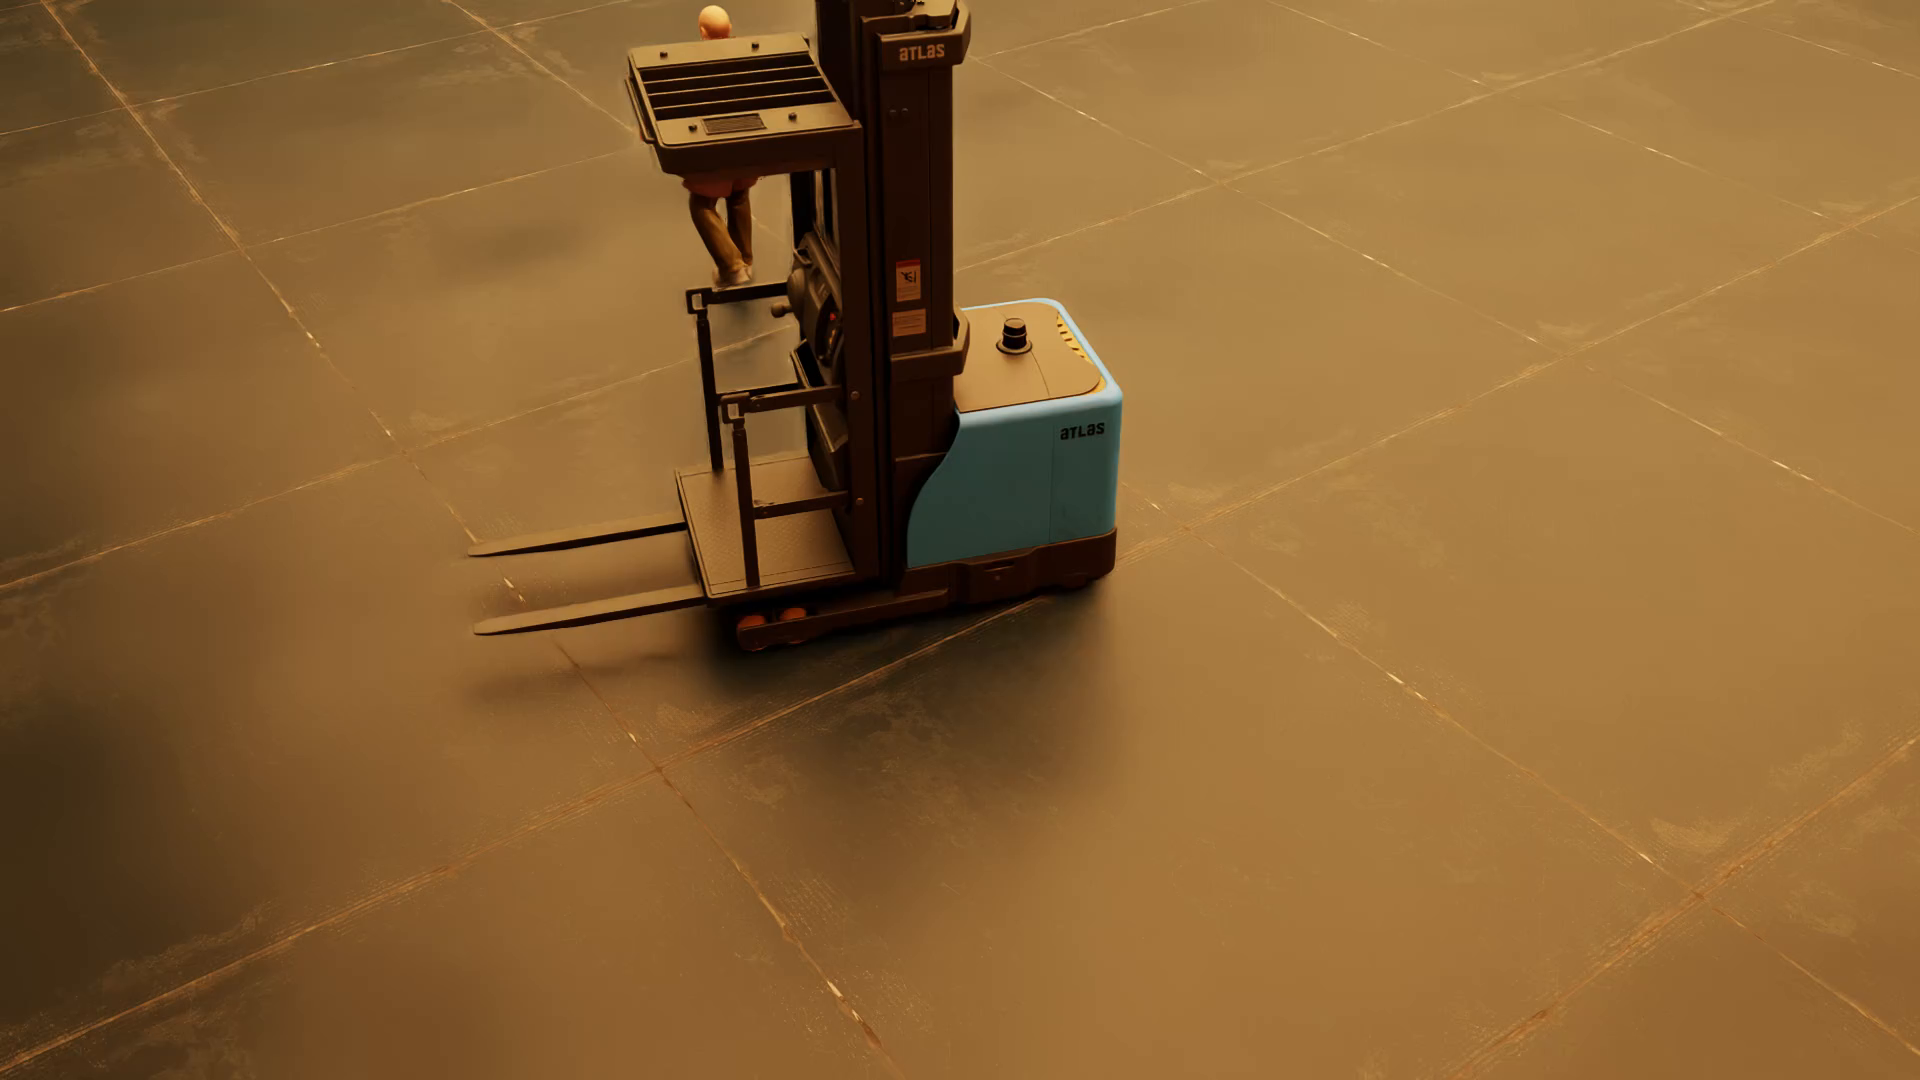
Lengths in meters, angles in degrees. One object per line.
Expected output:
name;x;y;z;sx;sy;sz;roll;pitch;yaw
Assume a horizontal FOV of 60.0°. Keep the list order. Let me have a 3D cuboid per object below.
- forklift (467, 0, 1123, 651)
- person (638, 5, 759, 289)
forklift;-0.819;-1.015;7.317;3.031;2.935;1.130;-10;38;-13
person;-1.423;-2.376;10.150;0.913;1.762;0.746;-20;41;-25
